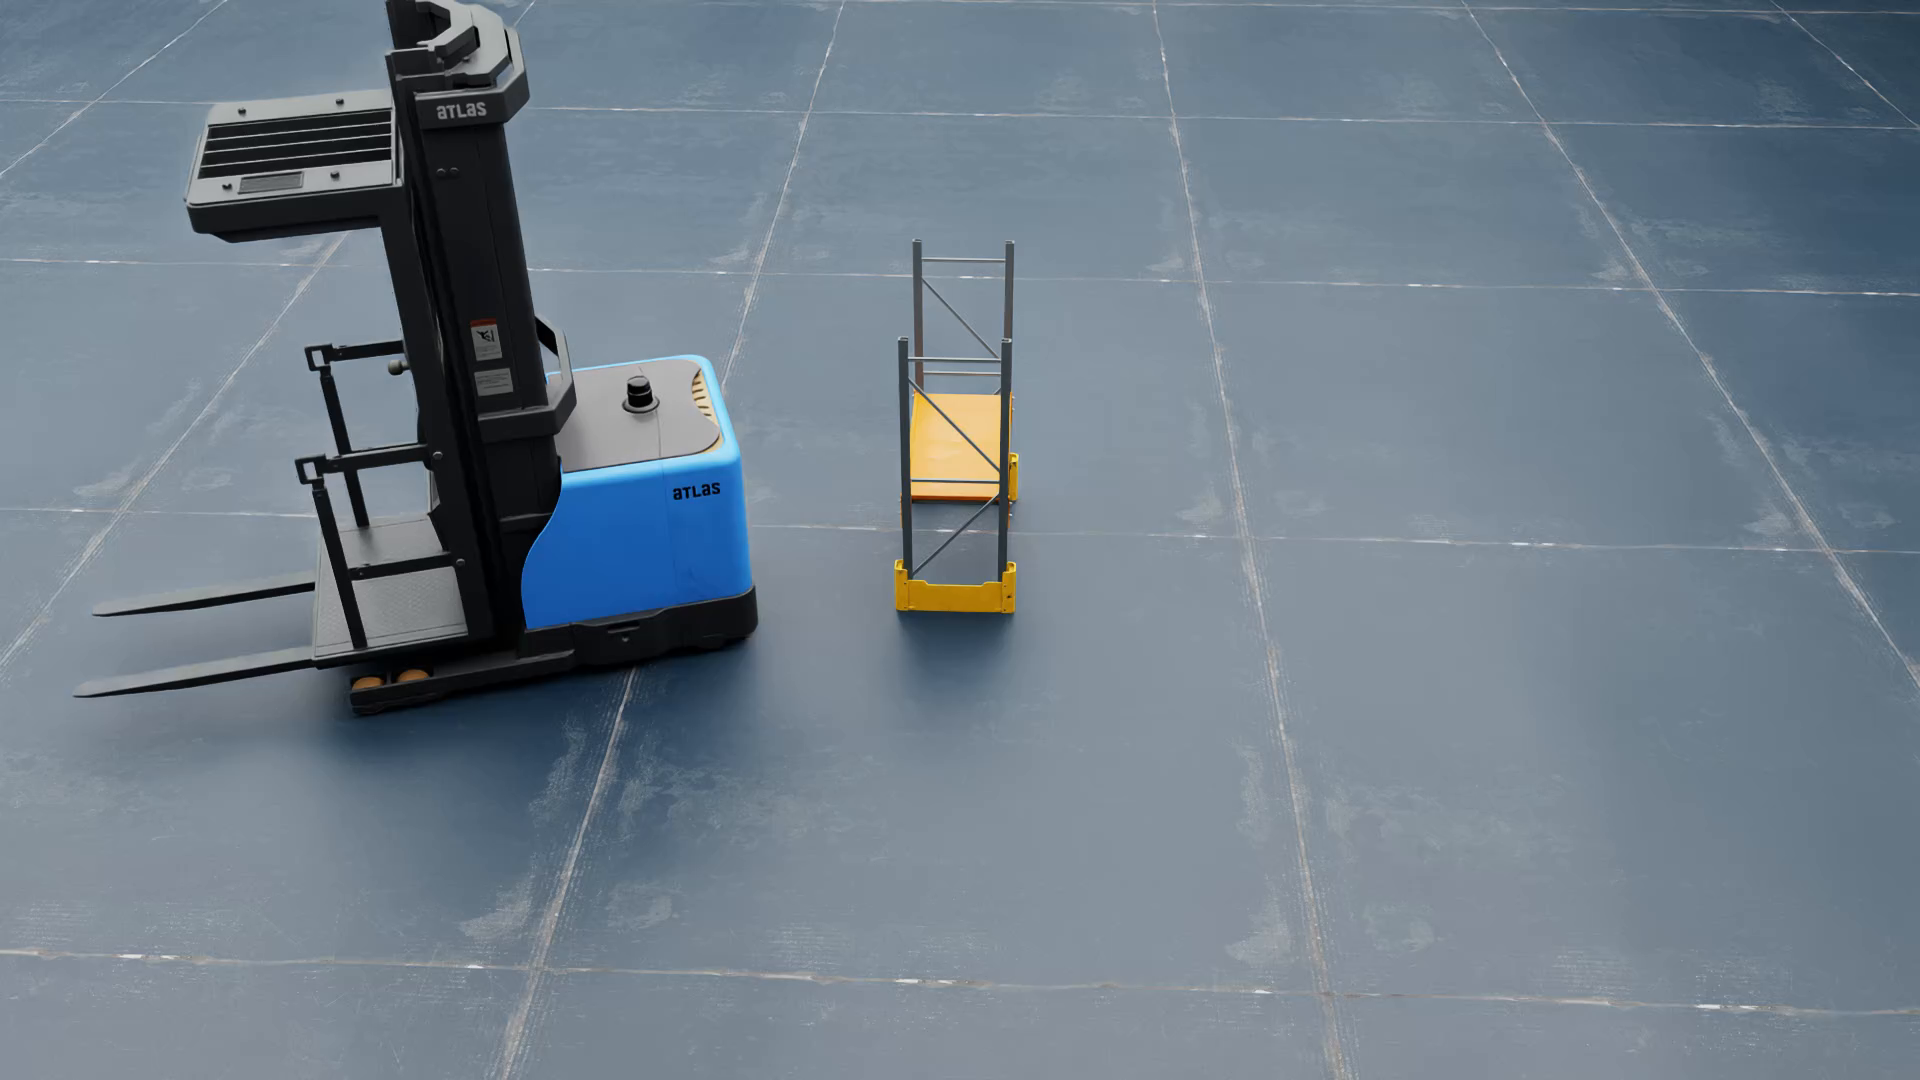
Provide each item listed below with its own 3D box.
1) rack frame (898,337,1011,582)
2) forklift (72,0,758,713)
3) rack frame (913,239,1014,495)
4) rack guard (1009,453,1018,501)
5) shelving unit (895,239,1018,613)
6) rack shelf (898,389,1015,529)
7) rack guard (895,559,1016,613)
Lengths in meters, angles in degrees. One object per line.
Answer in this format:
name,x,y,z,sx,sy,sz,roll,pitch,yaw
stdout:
rack frame,-0.024,-0.273,7.779,0.500,1.500,0.032,1,35,2
forklift,-2.546,-0.749,7.212,3.031,2.935,1.130,-9,36,-13
rack frame,0.017,-0.857,8.610,0.500,1.500,0.032,1,35,2
rack guard,0.017,-0.345,8.969,0.587,0.250,0.087,1,35,2
shelving unit,-0.003,-0.570,8.202,0.587,1.500,1.083,1,35,2
rack shelf,-0.003,-0.417,8.298,0.538,0.185,1.000,1,35,2
rack guard,-0.023,0.228,8.154,0.587,0.250,0.087,1,35,2
